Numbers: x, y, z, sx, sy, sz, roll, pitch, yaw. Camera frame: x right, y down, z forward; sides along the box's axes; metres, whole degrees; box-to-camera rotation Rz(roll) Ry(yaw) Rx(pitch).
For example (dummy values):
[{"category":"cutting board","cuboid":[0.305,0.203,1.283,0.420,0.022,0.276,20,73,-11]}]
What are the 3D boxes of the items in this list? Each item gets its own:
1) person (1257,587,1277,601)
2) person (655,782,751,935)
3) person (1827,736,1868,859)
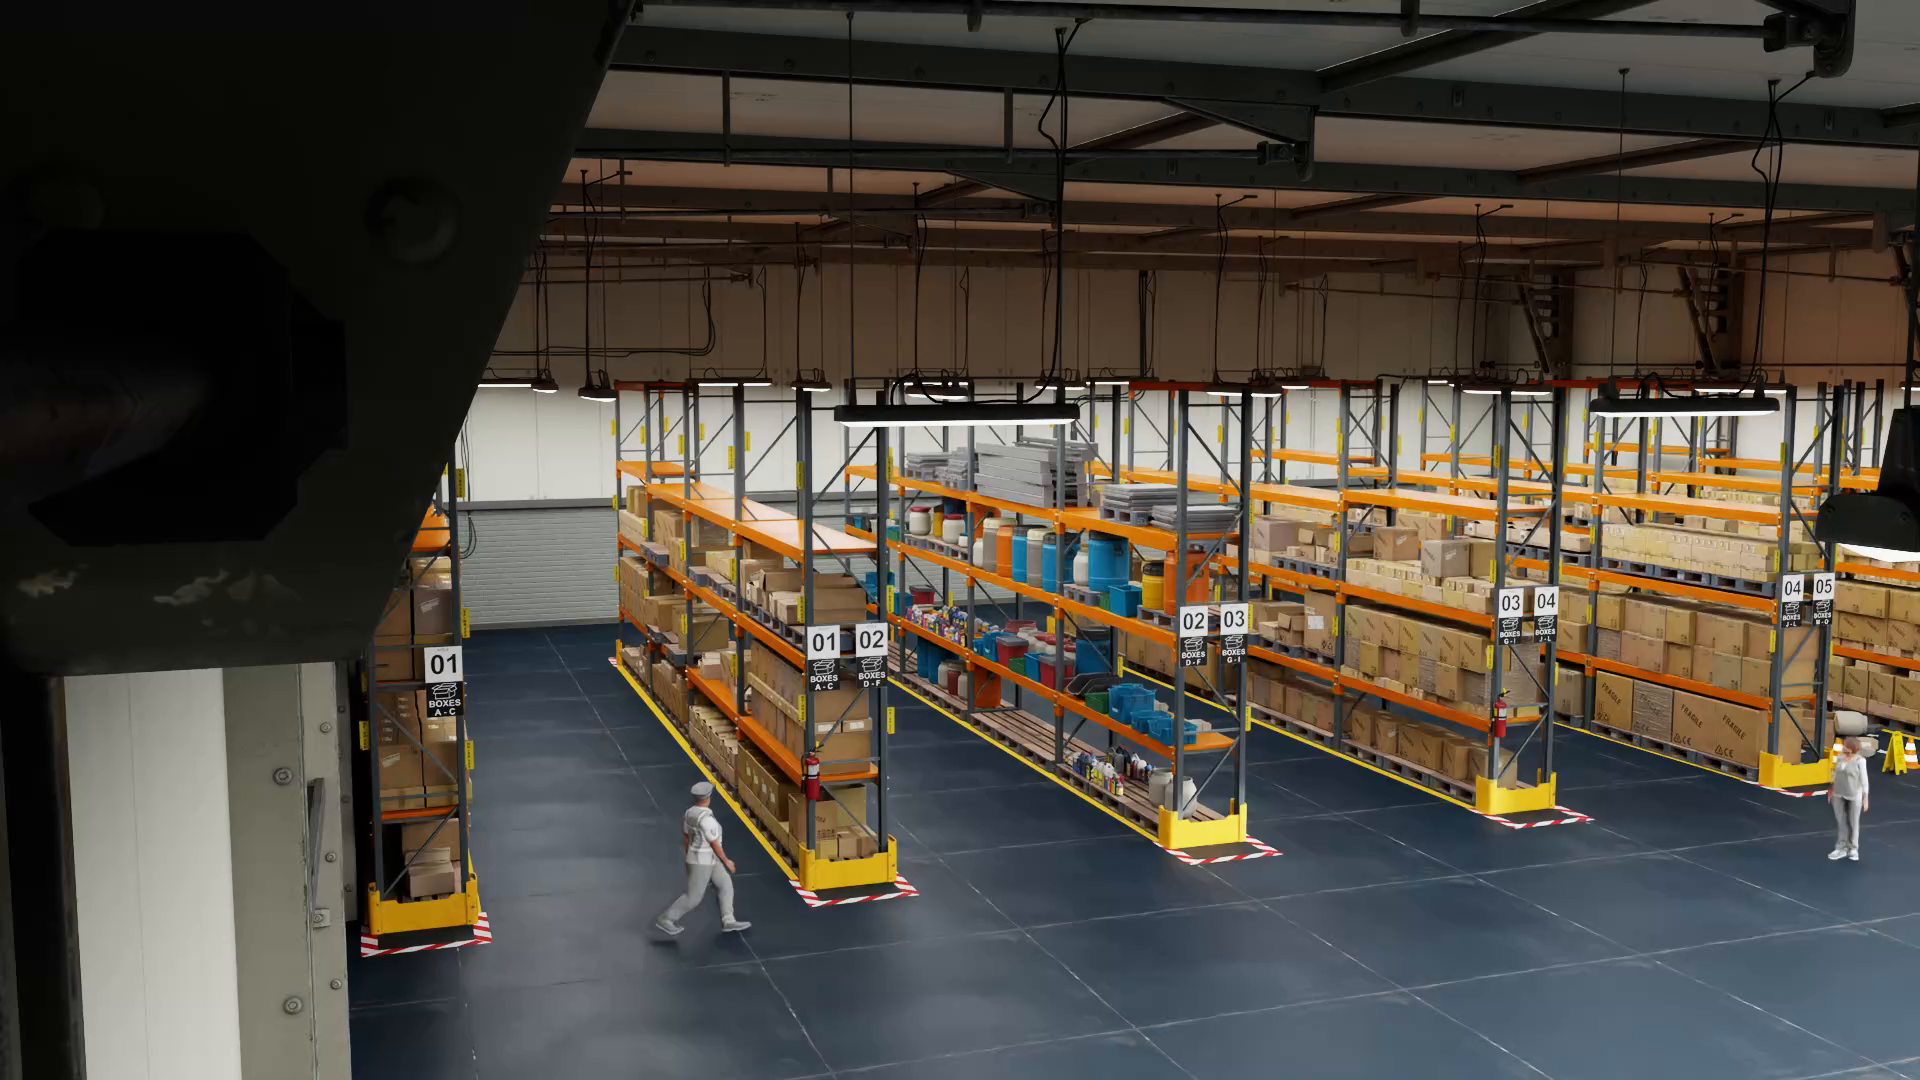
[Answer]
[{"category":"person","cuboid":[7.615,1.107,41.369,1.009,1.668,0.635,0,6,-1]},{"category":"person","cuboid":[-2.851,3.533,18.413,1.032,1.718,0.502,0,6,-2]},{"category":"person","cuboid":[11.367,3.299,21.250,0.392,1.622,0.515,-5,8,-42]}]
